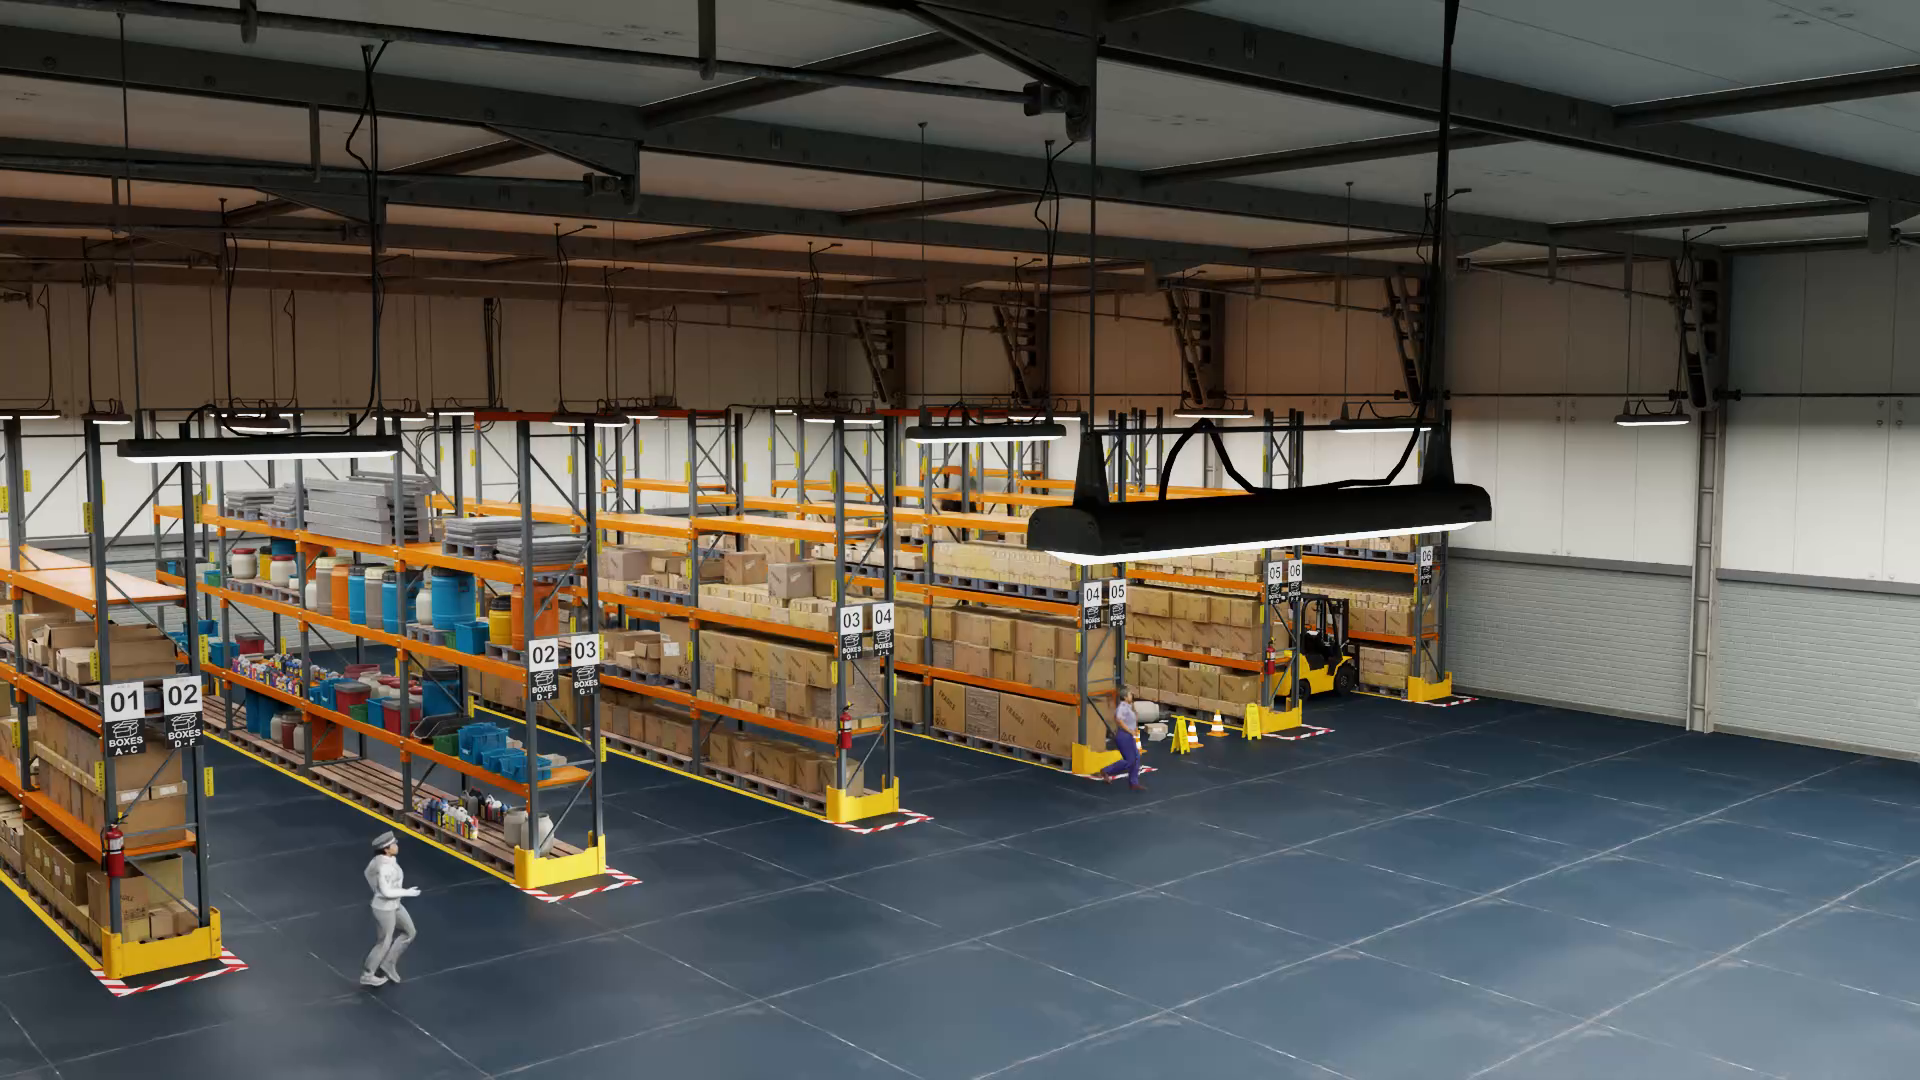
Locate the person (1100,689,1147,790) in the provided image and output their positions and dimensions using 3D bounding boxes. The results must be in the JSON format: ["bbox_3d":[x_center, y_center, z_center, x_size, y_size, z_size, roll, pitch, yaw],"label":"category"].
[{"bbox_3d":[2.638,3.196,26.744,0.756,1.602,0.657,1,5,7],"label":"person"}]

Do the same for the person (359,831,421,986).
[{"bbox_3d":[-6.083,3.938,17.742,0.661,1.701,0.611,-1,5,-13],"label":"person"}]

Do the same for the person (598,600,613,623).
[{"bbox_3d":[-8.751,1.885,41.169,0.779,1.716,0.682,-2,5,-23],"label":"person"}]
